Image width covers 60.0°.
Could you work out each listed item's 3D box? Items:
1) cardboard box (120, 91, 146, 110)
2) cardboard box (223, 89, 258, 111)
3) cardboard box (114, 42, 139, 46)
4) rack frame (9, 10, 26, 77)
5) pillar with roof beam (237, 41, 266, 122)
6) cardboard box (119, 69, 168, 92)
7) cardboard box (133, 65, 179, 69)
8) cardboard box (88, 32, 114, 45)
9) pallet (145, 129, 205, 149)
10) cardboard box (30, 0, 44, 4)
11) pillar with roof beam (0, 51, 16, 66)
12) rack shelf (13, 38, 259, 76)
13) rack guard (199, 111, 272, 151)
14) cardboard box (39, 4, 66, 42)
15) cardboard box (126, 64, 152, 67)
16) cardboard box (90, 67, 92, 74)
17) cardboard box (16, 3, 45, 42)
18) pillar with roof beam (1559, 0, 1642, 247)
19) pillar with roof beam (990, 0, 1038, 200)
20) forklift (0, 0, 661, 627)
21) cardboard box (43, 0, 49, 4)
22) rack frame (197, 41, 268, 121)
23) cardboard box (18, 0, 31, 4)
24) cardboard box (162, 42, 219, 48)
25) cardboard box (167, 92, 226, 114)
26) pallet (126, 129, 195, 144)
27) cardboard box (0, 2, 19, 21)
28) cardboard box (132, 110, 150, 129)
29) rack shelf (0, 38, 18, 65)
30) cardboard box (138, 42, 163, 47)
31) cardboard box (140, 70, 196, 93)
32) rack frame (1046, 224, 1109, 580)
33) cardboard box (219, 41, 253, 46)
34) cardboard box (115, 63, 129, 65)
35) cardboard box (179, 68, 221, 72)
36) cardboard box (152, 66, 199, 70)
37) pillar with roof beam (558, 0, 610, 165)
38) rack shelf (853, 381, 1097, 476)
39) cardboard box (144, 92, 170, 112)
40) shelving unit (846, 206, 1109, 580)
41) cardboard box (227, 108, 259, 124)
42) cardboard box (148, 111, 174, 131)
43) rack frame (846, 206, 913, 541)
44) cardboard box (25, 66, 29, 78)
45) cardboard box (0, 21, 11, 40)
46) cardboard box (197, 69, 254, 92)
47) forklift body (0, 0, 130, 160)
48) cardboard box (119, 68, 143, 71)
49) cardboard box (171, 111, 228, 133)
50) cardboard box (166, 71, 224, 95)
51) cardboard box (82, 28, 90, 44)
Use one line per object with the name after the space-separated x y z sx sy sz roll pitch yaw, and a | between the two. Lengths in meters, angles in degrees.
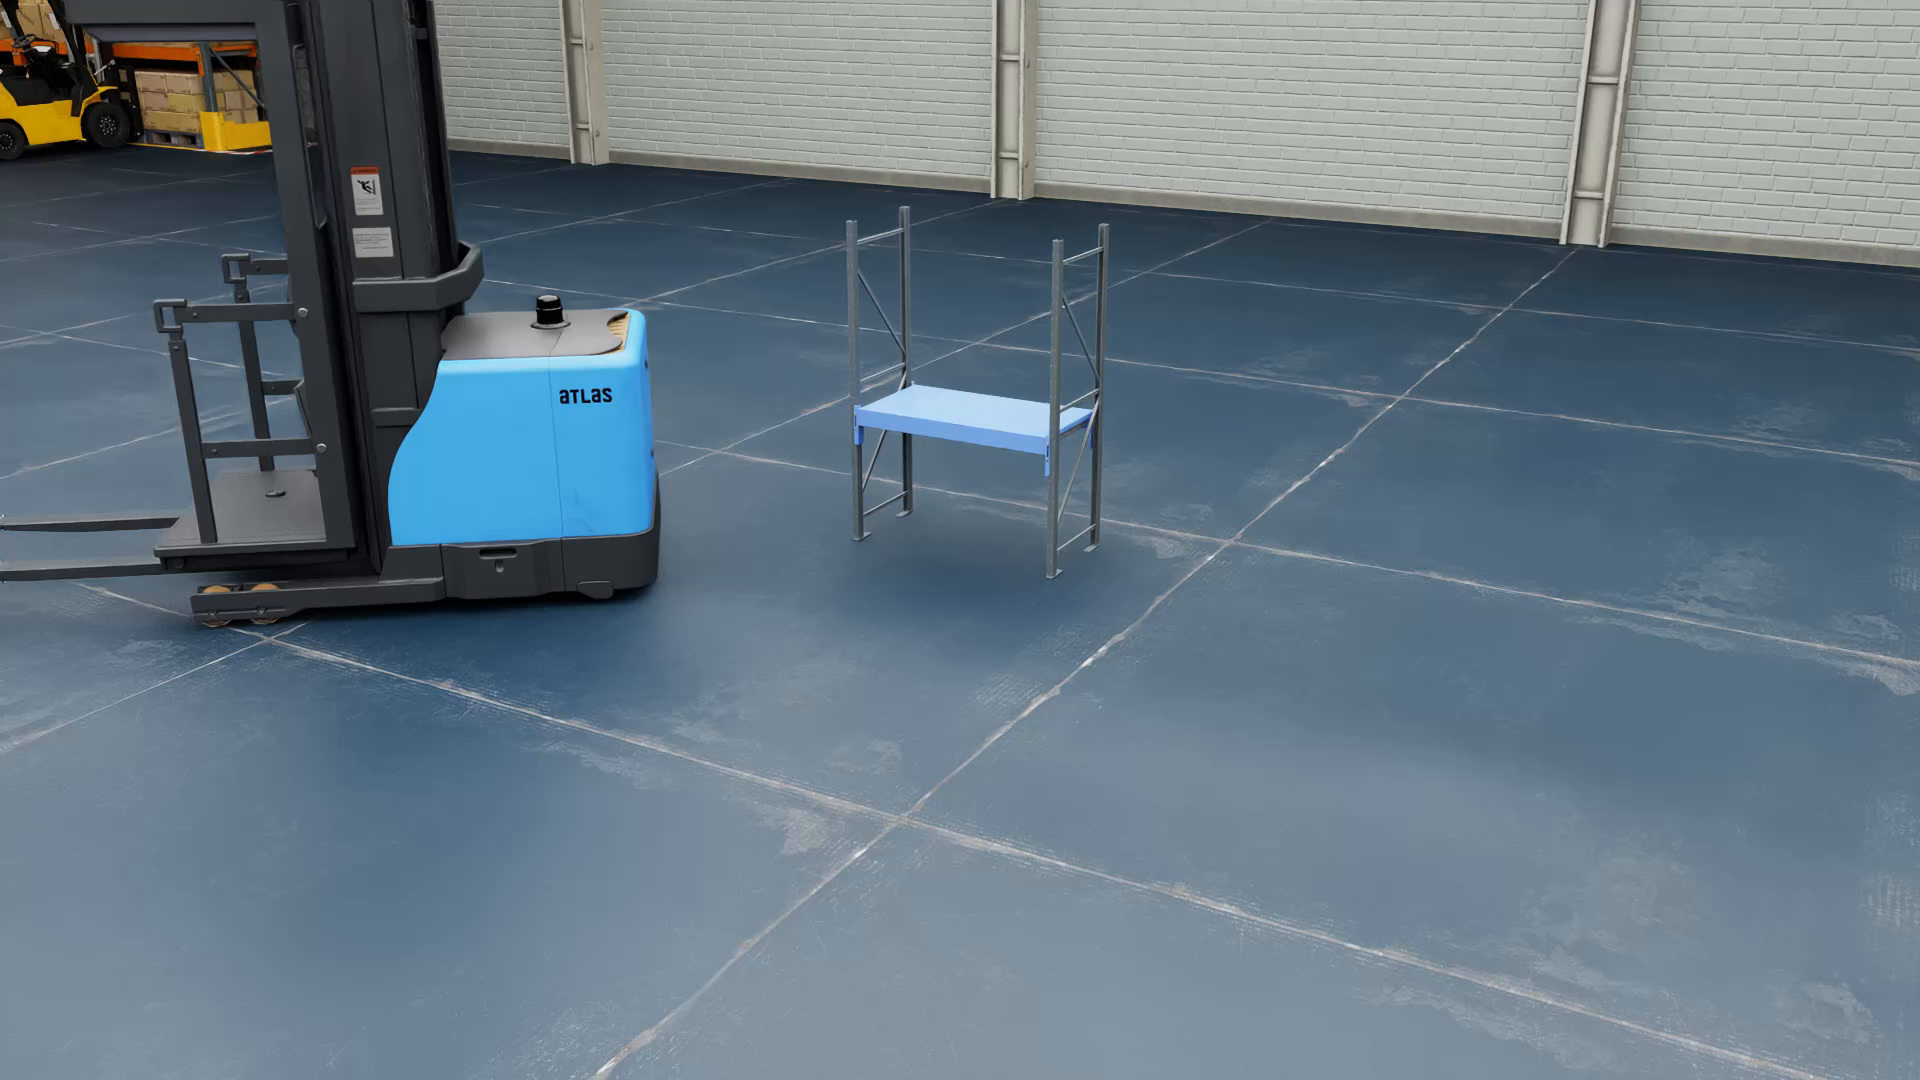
-11.201 -6.079 22.909 0.500 0.250 0.500 10 22 26 | cardboard box
-10.039 -6.065 22.870 0.500 0.250 0.500 11 23 28 | cardboard box
-11.183 -7.010 22.645 0.500 0.500 0.500 10 22 26 | cardboard box
-13.222 -7.451 24.006 0.127 3.000 1.000 11 23 27 | rack frame
-11.997 -8.708 18.675 0.400 9.000 9.100 11 23 27 | pillar with roof beam
-11.178 -6.308 22.806 0.500 0.250 0.500 11 23 28 | cardboard box
-11.370 -6.552 23.479 0.500 0.250 0.500 10 22 26 | cardboard box
-11.627 -7.090 22.867 0.500 0.500 0.500 11 23 28 | cardboard box
-10.418 -5.589 22.964 1.213 0.211 1.003 11 23 27 | pallet
-12.845 -7.629 23.399 0.250 0.149 0.380 11 23 29 | cardboard box
-17.235 -9.706 21.426 0.400 9.000 9.100 11 23 27 | pillar with roof beam
-11.476 -6.780 23.212 4.000 0.370 1.077 11 23 27 | rack shelf
-9.709 -5.606 22.587 0.348 0.500 1.175 11 23 27 | rack guard
-12.499 -7.264 23.346 0.500 0.500 0.500 11 23 28 | cardboard box
-11.813 -6.633 23.703 0.500 0.250 0.500 11 23 28 | cardboard box
-12.071 -6.484 23.292 0.500 0.250 0.500 12 23 29 | cardboard box
-12.962 -7.346 23.571 0.500 0.500 0.500 10 22 26 | cardboard box
3.717 -5.715 10.423 0.400 9.000 9.100 11 23 27 | pillar with roof beam
-1.521 -6.712 13.173 0.400 9.000 9.100 11 23 27 | pillar with roof beam
-2.872 -1.211 6.904 3.031 2.935 1.130 -3 20 -8 | forklift
-12.604 -7.594 23.302 0.250 0.149 0.380 11 23 27 | cardboard box
-9.730 -6.785 22.172 0.127 3.000 1.000 11 23 27 | rack frame
-13.072 -7.671 23.516 0.250 0.149 0.380 10 22 26 | cardboard box
-10.287 -6.836 22.165 0.500 0.500 0.500 10 22 26 | cardboard box
-10.307 -5.913 22.451 0.500 0.250 0.500 10 22 27 | cardboard box
-11.479 -5.792 23.524 1.213 0.211 1.003 11 23 27 | pallet
-13.775 -7.621 23.961 0.500 0.250 0.500 10 22 26 | cardboard box
-11.156 -5.846 22.998 0.500 0.250 0.500 11 23 28 | cardboard box
-14.968 -7.445 25.045 4.000 0.370 1.077 11 23 27 | rack shelf
-10.736 -6.925 22.410 0.500 0.500 0.500 12 23 29 | cardboard box
-10.732 -6.227 22.583 0.500 0.250 0.500 11 23 28 | cardboard box
0.518 -0.606 7.337 0.032 1.500 0.500 11 23 27 | rack frame
-10.027 -6.997 22.610 0.500 0.500 0.500 12 23 29 | cardboard box
-12.248 -6.721 23.946 0.500 0.250 0.500 10 22 27 | cardboard box
-10.495 -6.378 23.001 0.500 0.250 0.500 11 23 27 | cardboard box
-10.926 -6.465 23.239 0.500 0.250 0.500 11 22 27 | cardboard box
-6.759 -7.710 15.924 0.400 9.000 9.100 11 23 27 | pillar with roof beam
0.074 -0.522 7.632 1.000 0.185 0.538 11 23 27 | rack shelf
-10.740 -6.000 22.689 0.500 0.250 0.500 11 22 27 | cardboard box
0.074 -0.691 7.570 1.048 1.500 0.538 11 23 27 | shelving unit
-10.063 -5.830 22.955 0.500 0.250 0.500 11 23 28 | cardboard box
-10.723 -5.760 22.761 0.500 0.250 0.500 11 23 27 | cardboard box
-0.369 -0.775 7.803 0.032 1.500 0.500 11 23 27 | rack frame
-12.952 -6.652 23.753 0.500 0.250 0.500 10 22 26 | cardboard box
-13.789 -7.386 24.048 0.500 0.250 0.500 11 23 29 | cardboard box
-10.057 -6.296 22.774 0.500 0.250 0.500 10 22 26 | cardboard box
-12.275 -6.159 21.689 1.214 2.155 2.313 11 23 27 | forklift body
-11.616 -6.395 23.045 0.500 0.250 0.500 10 22 26 | cardboard box
-10.294 -5.674 22.525 0.500 0.250 0.500 11 23 28 | cardboard box
-10.284 -6.144 22.354 0.500 0.250 0.500 12 23 29 | cardboard box
-12.056 -7.180 23.115 0.500 0.500 0.500 11 22 27 | cardboard box
